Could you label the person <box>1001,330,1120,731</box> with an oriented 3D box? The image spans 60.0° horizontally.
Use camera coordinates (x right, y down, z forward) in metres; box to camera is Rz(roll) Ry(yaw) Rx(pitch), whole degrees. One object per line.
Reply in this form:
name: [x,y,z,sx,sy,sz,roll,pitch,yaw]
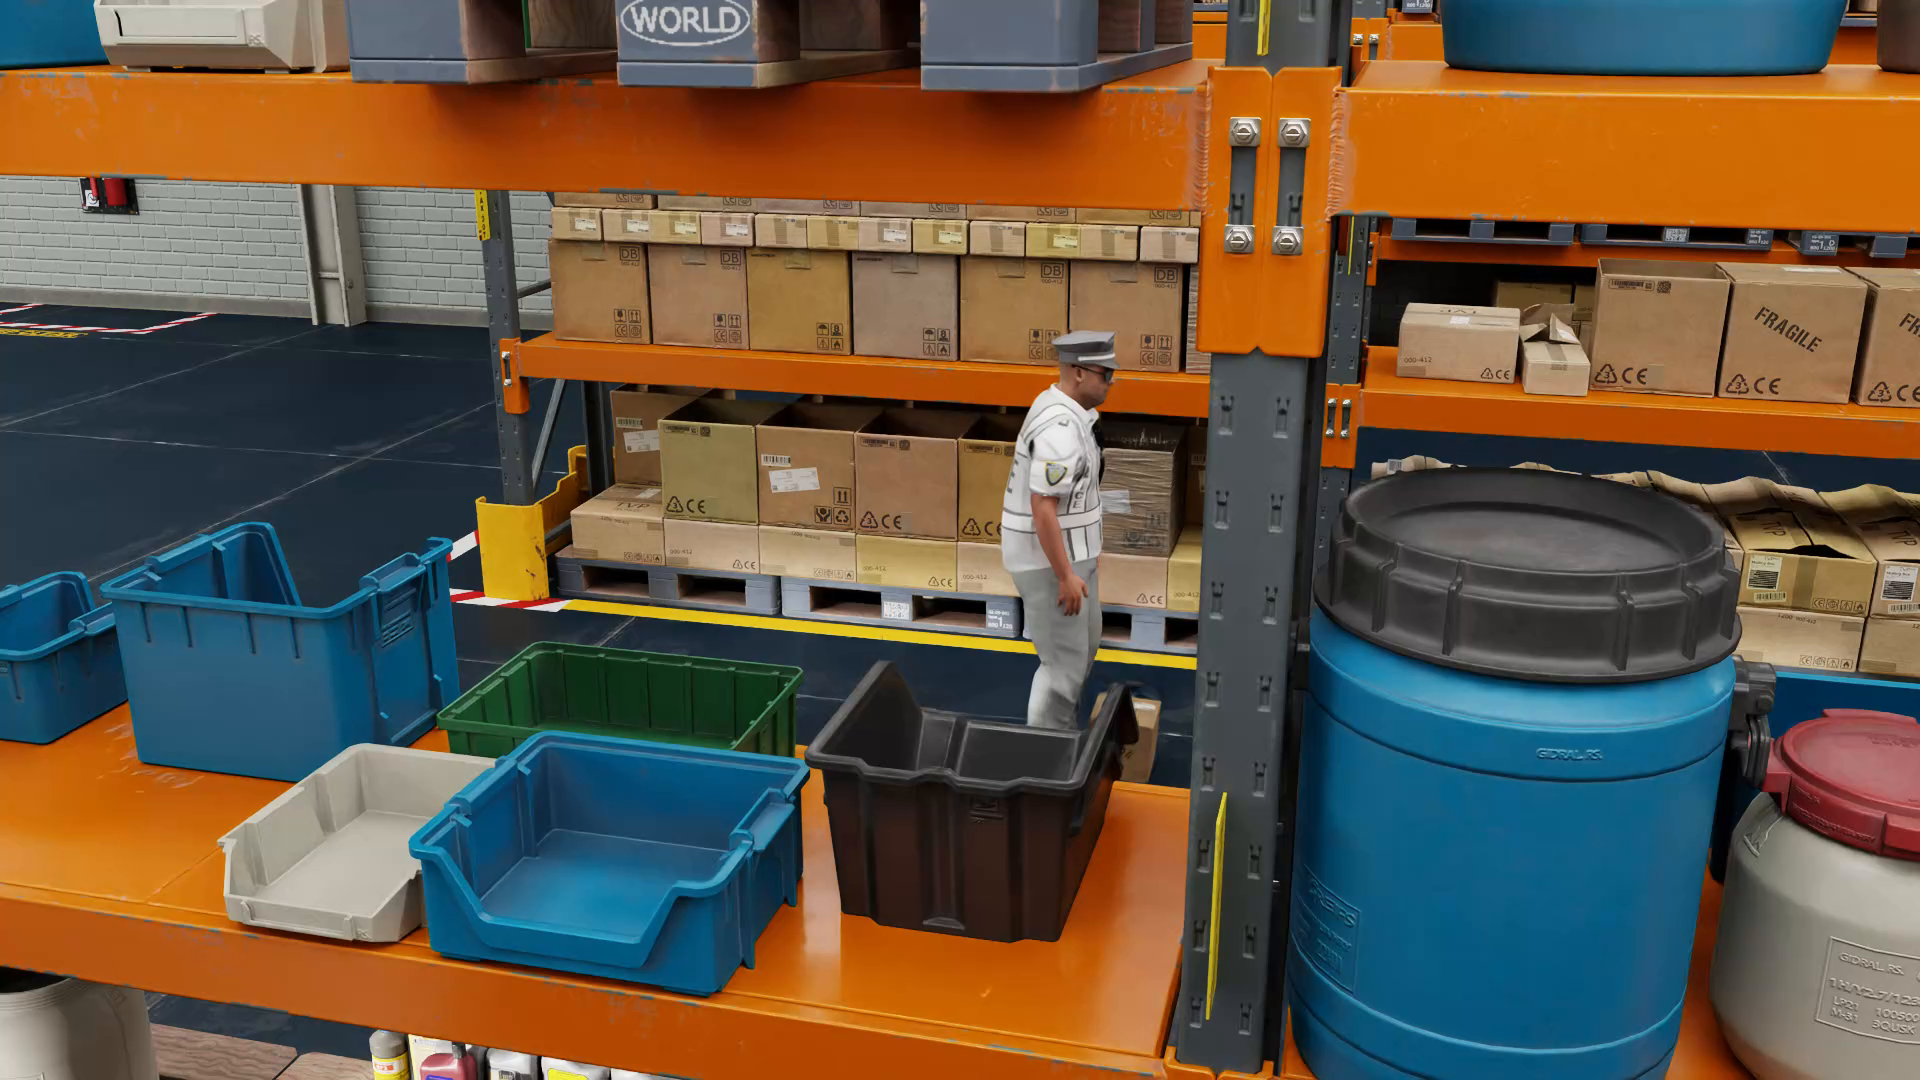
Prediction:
person: [0.386,0.070,6.330,0.443,1.748,0.574,4,19,12]
